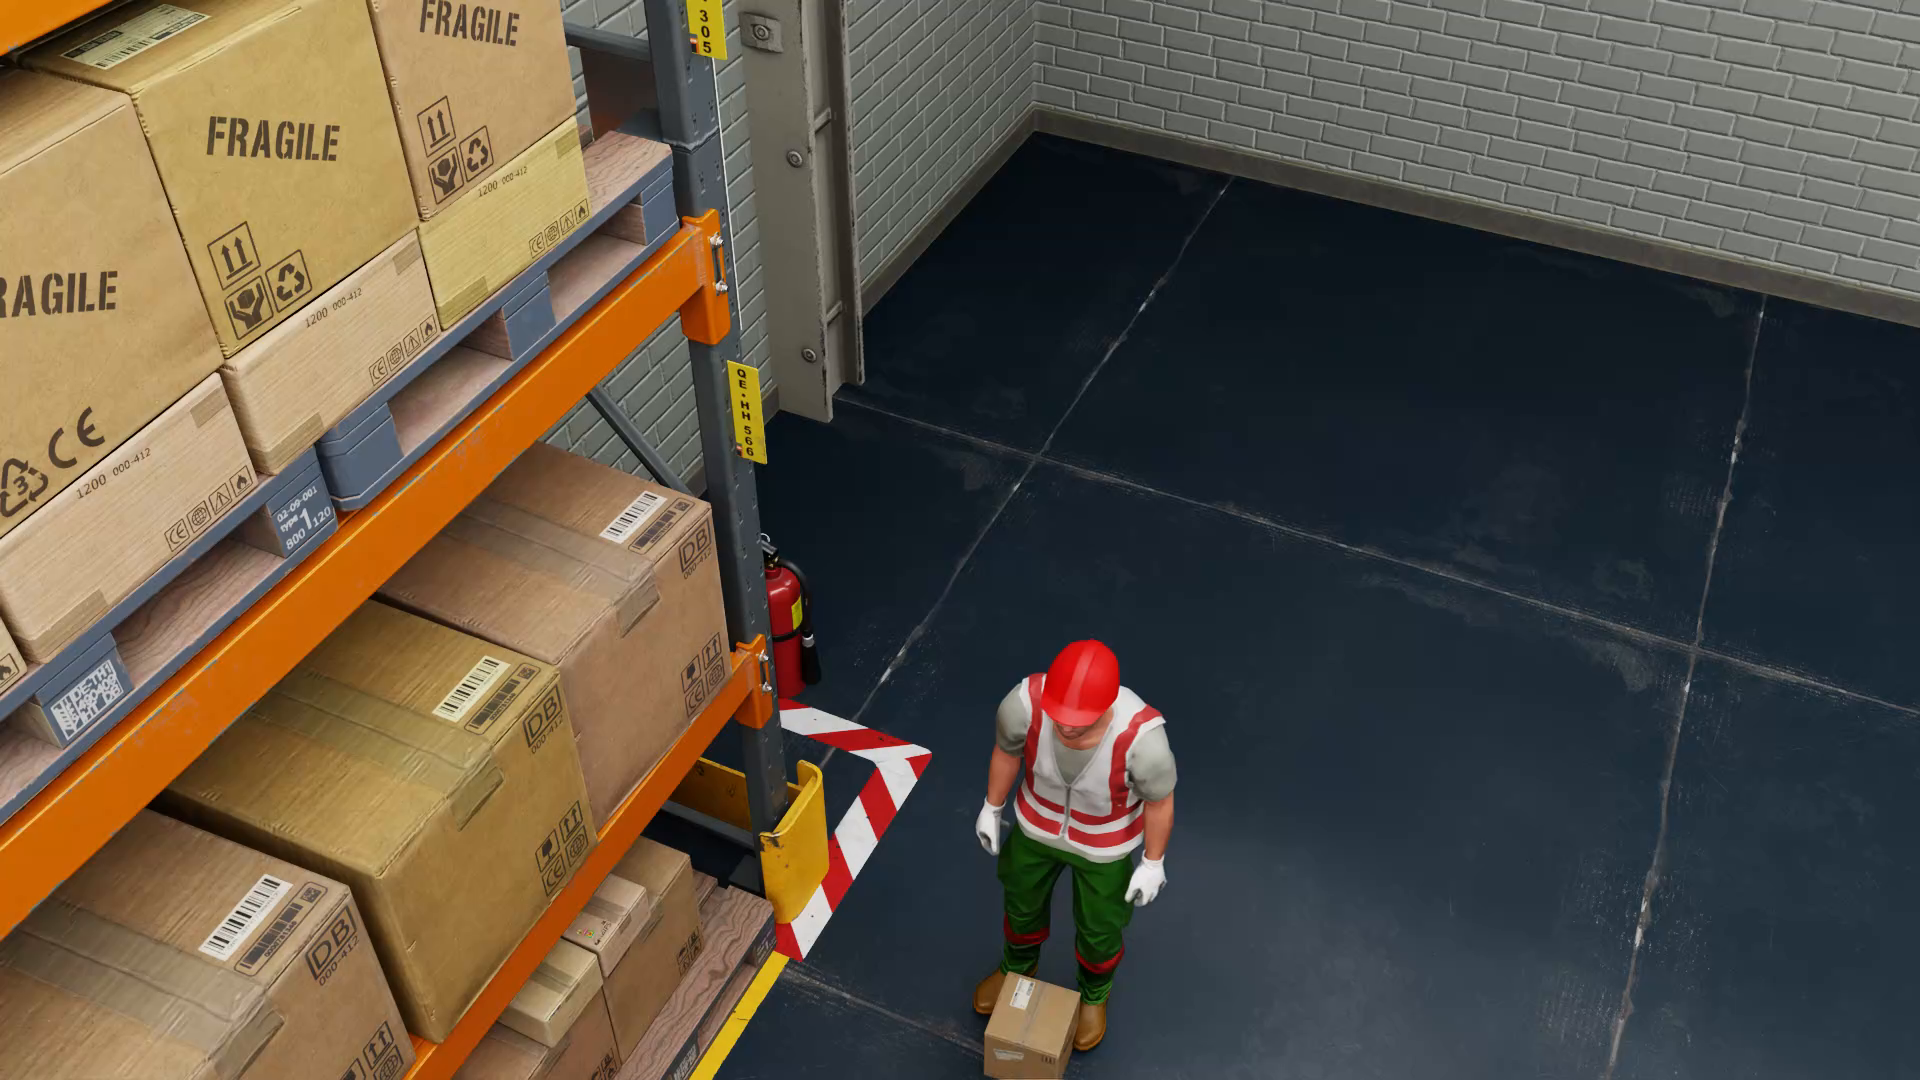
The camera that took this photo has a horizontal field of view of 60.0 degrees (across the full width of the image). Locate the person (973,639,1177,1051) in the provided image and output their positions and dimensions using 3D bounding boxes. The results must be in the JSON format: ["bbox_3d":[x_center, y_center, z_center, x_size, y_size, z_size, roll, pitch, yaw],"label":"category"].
[{"bbox_3d":[0.342,0.922,5.111,0.617,1.778,0.456,17,44,18],"label":"person"}]
